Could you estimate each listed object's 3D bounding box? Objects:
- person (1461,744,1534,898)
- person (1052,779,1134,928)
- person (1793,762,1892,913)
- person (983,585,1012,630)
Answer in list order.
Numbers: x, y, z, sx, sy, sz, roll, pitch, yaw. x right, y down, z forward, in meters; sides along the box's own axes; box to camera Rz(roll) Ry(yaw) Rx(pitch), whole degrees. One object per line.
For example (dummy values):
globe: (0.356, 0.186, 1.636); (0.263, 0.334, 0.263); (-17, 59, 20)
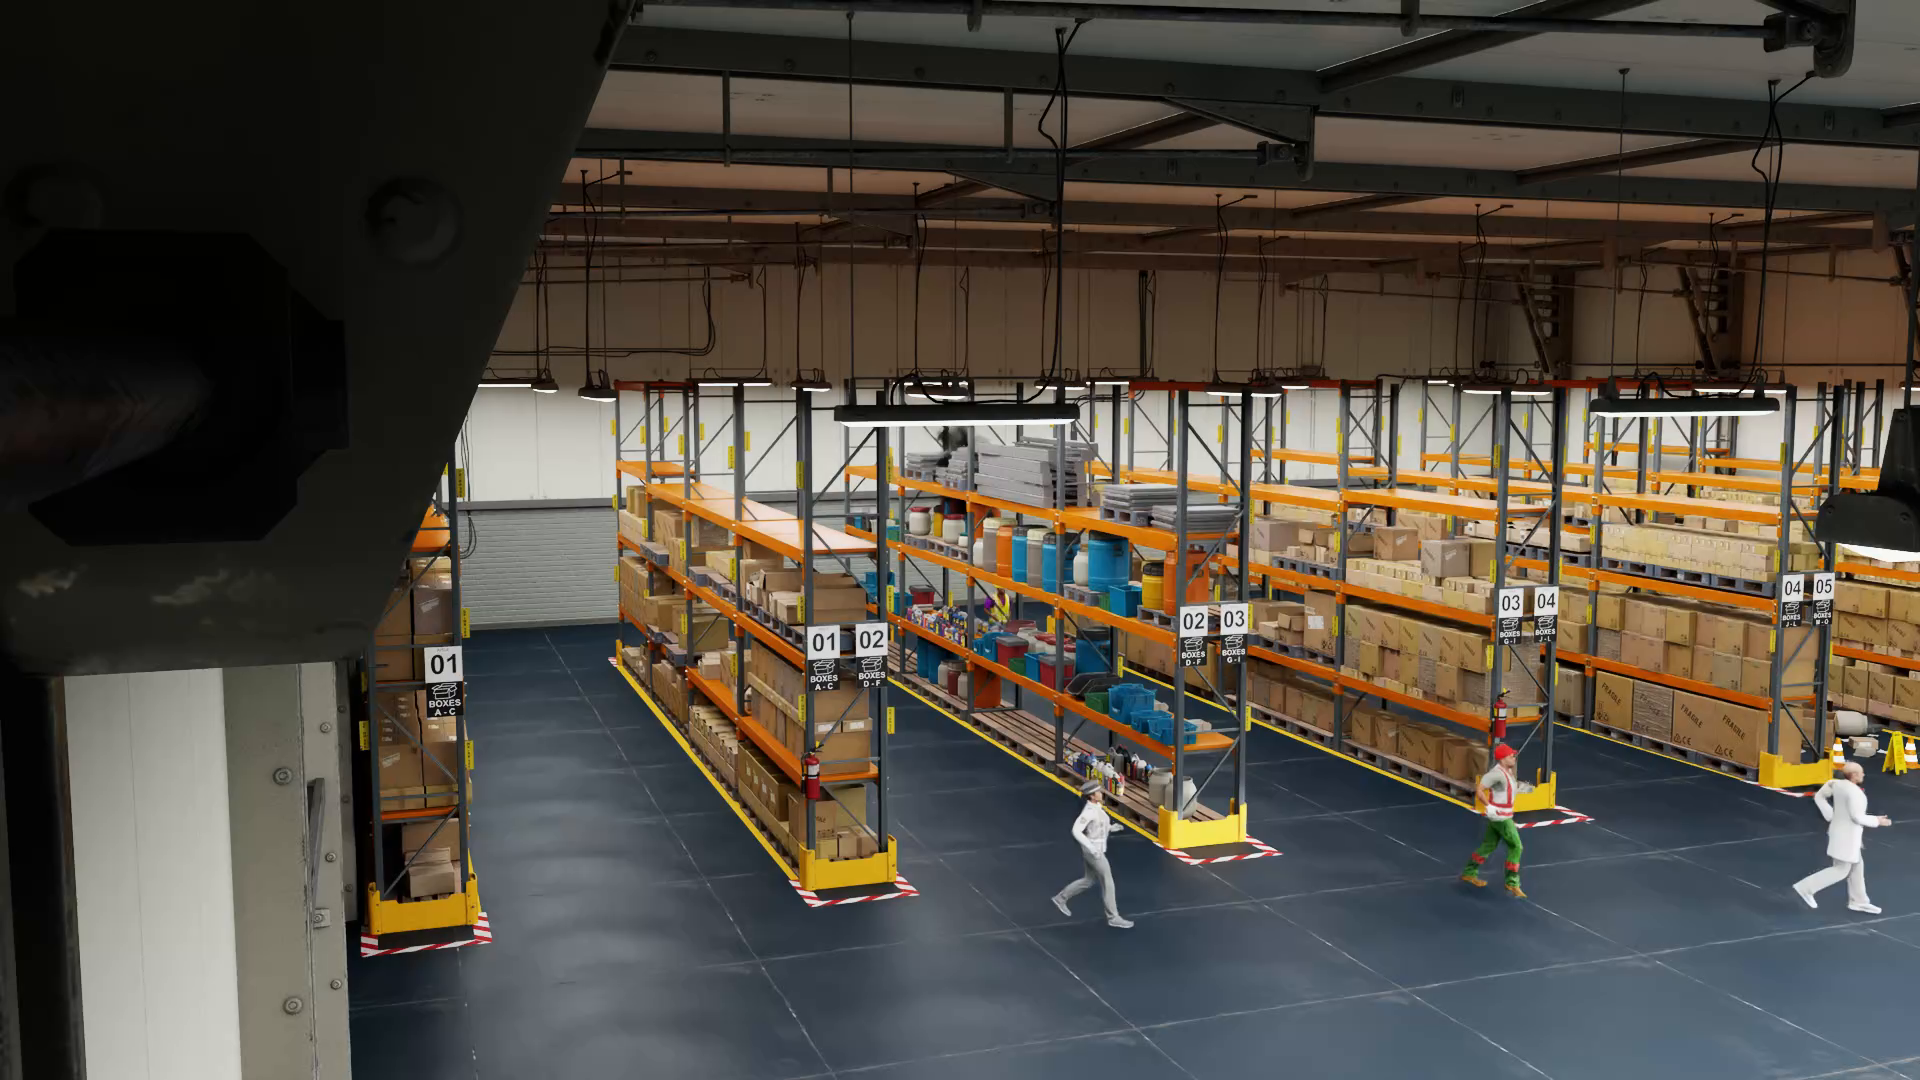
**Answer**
person: (6.444, 3.348, 19.925); (0.798, 1.851, 0.618); (2, 6, 18)
person: (1.492, 3.502, 18.673); (0.934, 1.673, 0.617); (1, 6, 7)
person: (10.117, 3.424, 19.118); (1.035, 1.772, 0.689); (1, 6, 6)
person: (0.815, 1.695, 34.855); (0.687, 1.686, 0.678); (-3, 7, -28)
